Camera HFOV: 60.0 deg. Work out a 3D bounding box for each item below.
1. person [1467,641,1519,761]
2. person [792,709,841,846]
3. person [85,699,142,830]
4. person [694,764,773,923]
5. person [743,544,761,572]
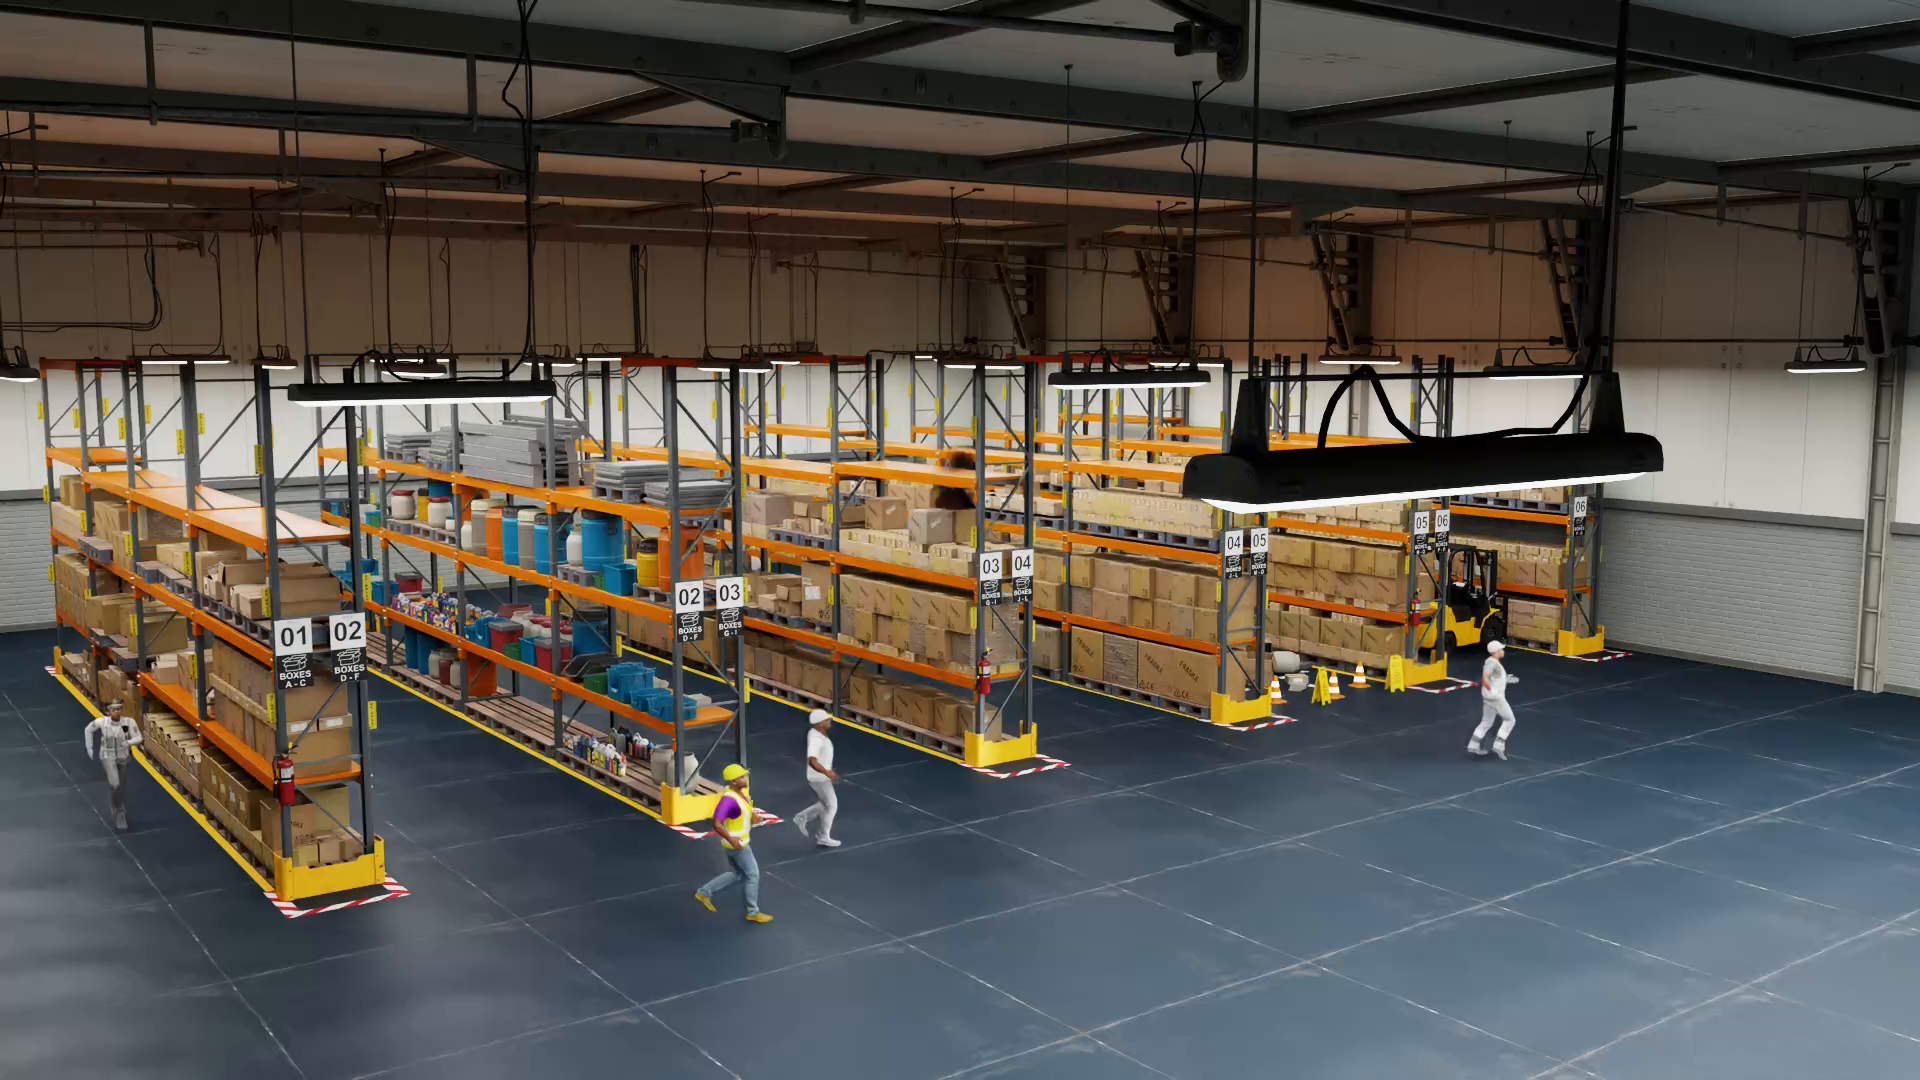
[{"bbox_3d":[8.101,2.434,25.192,0.754,1.830,0.632,0,7,2],"label":"person"},{"bbox_3d":[-1.804,2.982,20.845,0.607,1.738,0.715,-1,7,-6],"label":"person"},{"bbox_3d":[-11.068,2.893,21.792,0.636,1.726,0.814,-5,8,-35],"label":"person"},{"bbox_3d":[-2.478,3.299,18.110,0.852,1.768,0.689,-1,7,-7],"label":"person"},{"bbox_3d":[-5.342,0.440,41.949,1.152,1.662,0.759,0,7,0],"label":"person"}]
